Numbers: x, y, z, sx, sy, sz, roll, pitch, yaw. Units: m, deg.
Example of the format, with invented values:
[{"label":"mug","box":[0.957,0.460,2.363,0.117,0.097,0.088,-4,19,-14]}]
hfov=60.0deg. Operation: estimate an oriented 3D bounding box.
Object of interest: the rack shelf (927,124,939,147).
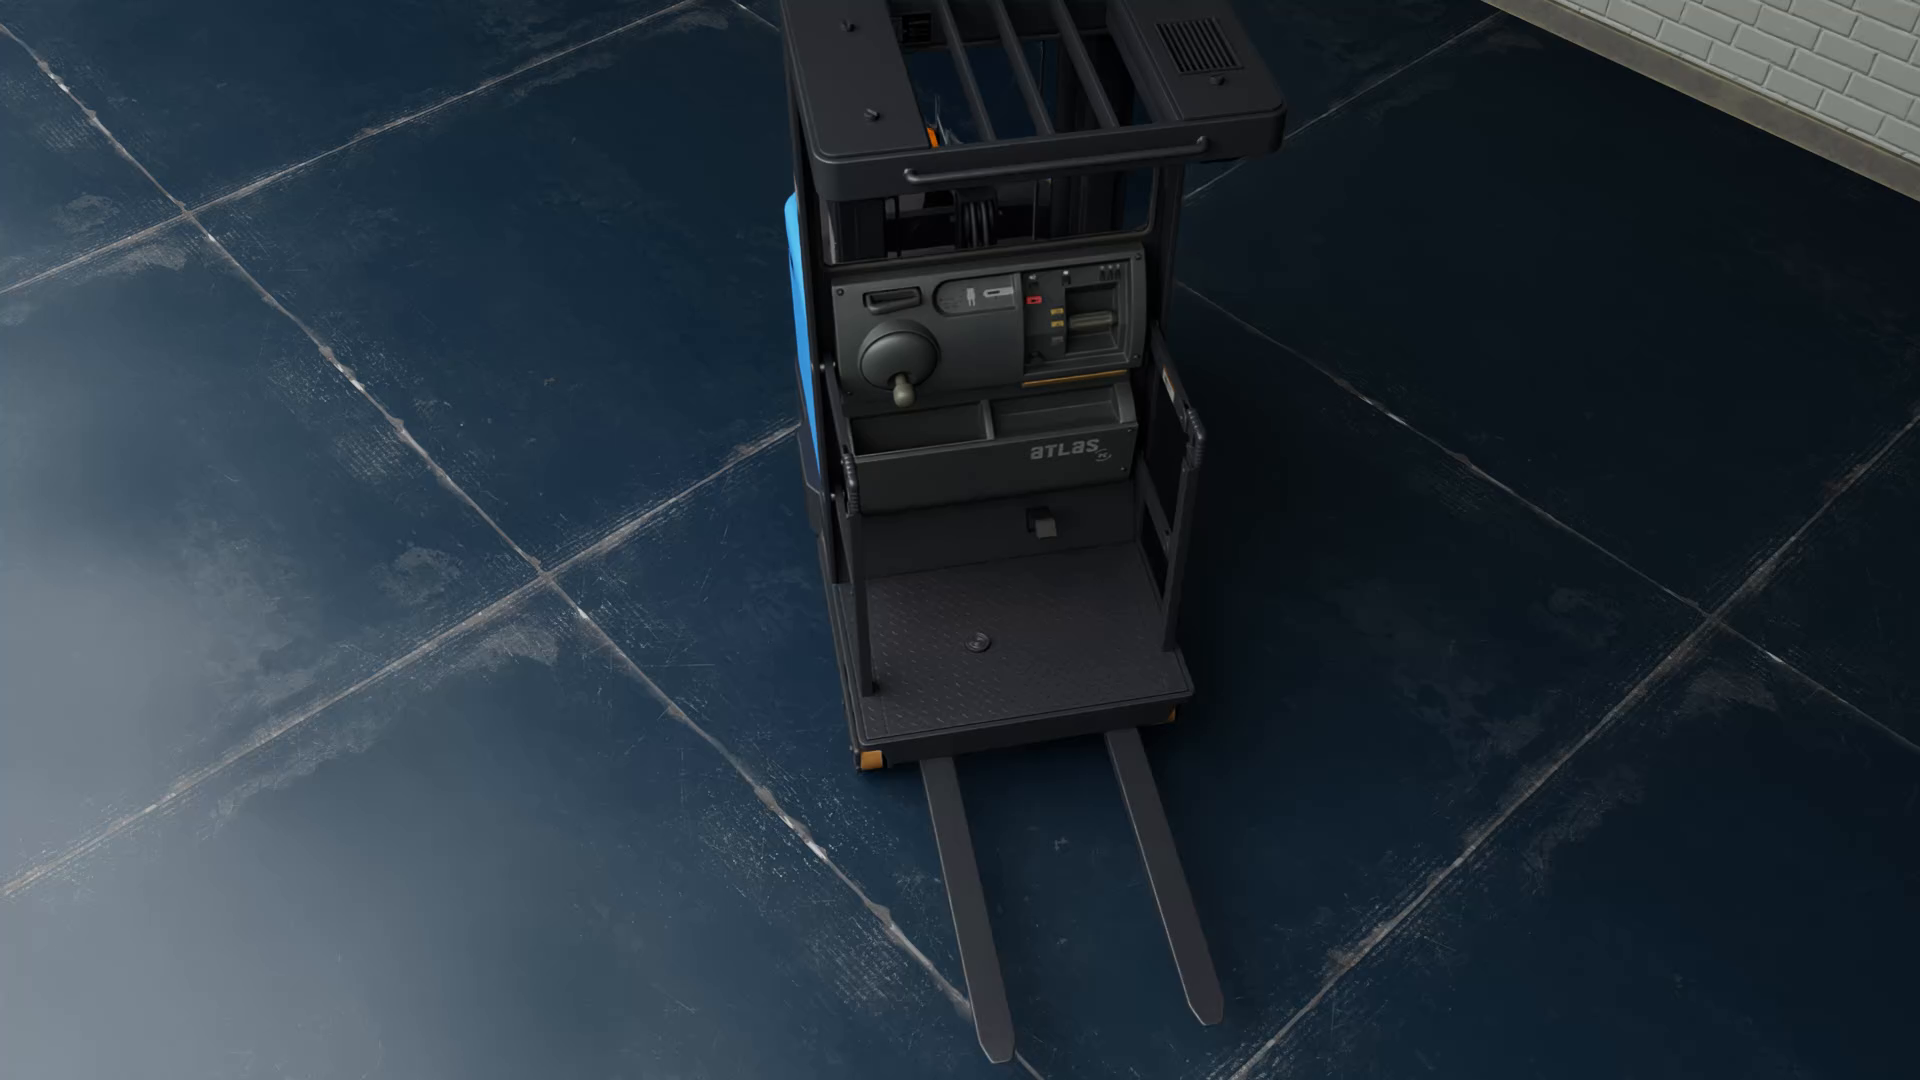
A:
[{"label":"rack shelf","box":[-0.304,-1.388,6.180,0.480,0.148,0.258,-8,48,-8]}]

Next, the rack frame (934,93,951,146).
[{"label":"rack frame","box":[-0.064,-1.156,6.501,0.015,1.200,0.240,-8,48,-8]}]

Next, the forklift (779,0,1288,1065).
[{"label":"forklift","box":[0.135,-0.529,4.744,1.130,2.935,3.031,-8,48,-7]}]

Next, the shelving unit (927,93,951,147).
[{"label":"shelving unit","box":[-0.304,-1.121,6.468,0.503,1.200,0.258,-8,48,-8]}]
